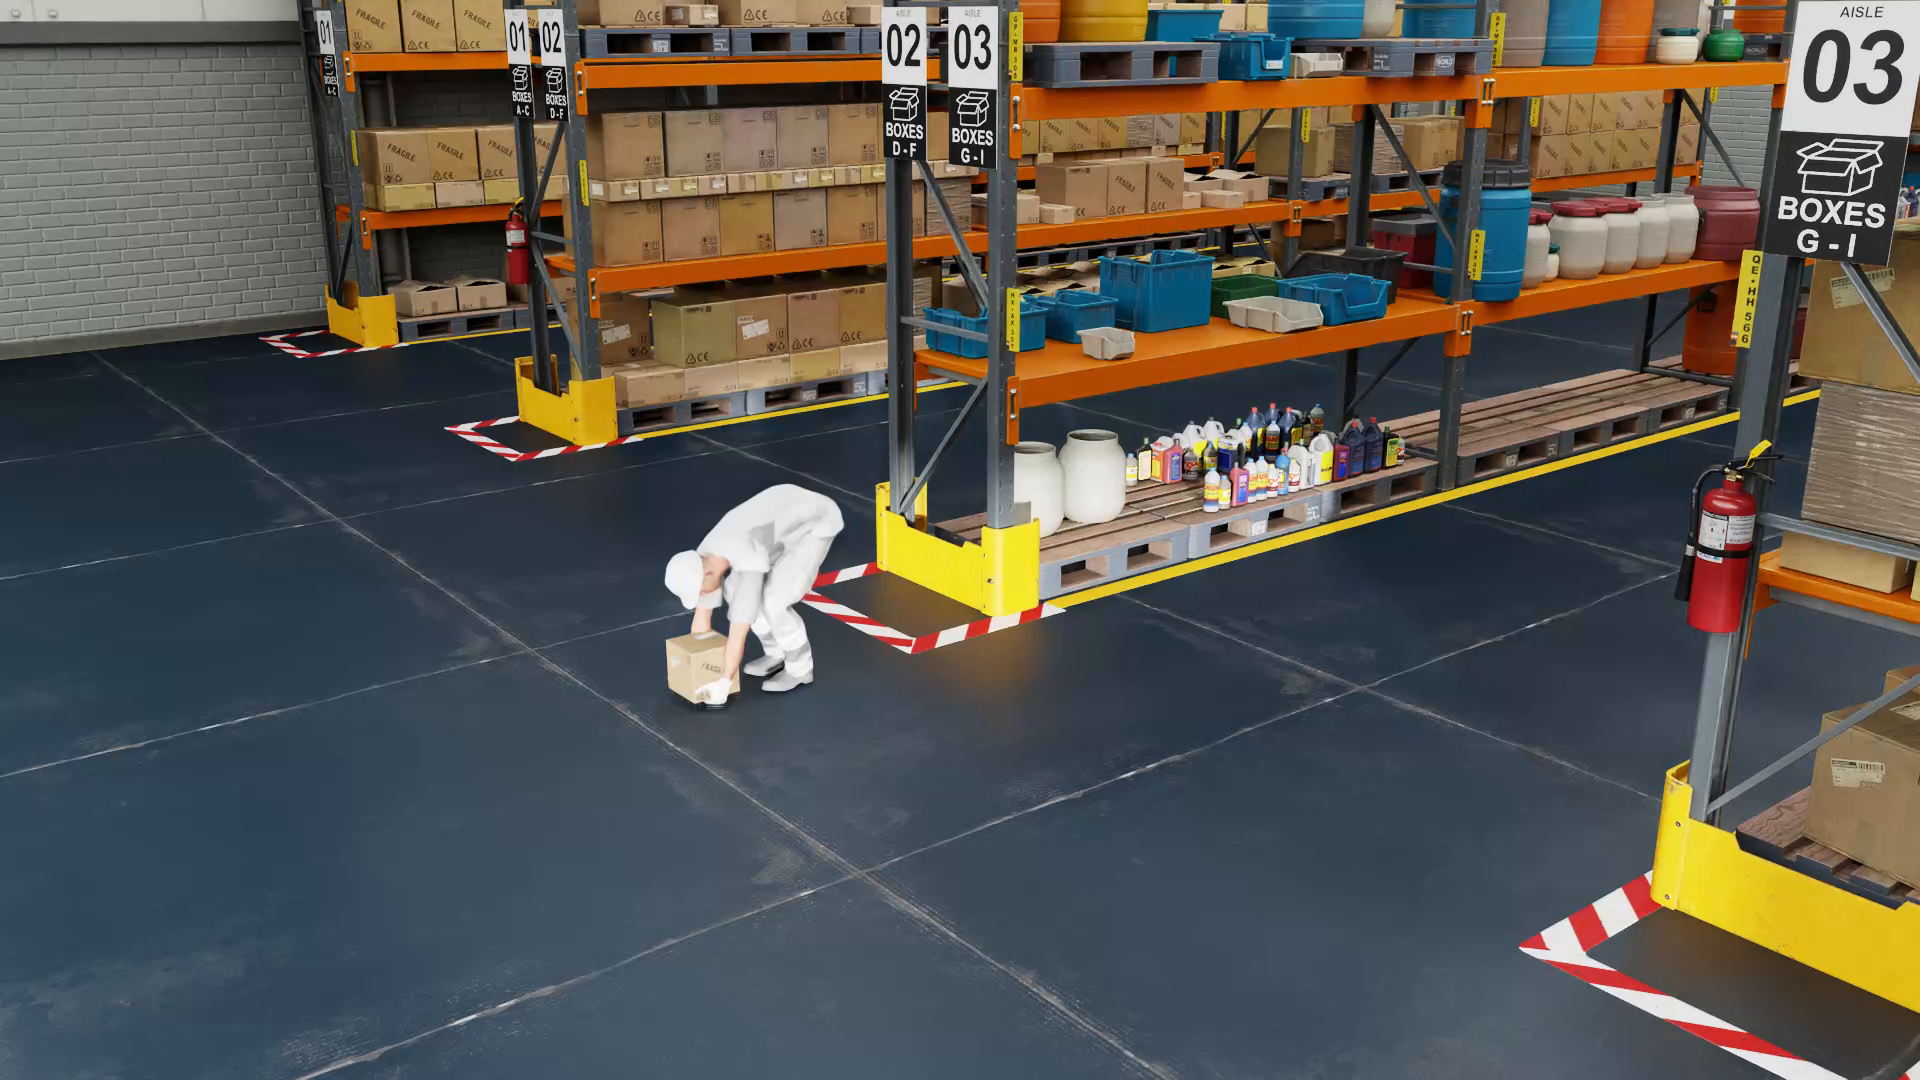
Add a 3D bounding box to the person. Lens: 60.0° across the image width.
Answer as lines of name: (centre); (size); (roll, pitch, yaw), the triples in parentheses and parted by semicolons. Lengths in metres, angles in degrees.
person: (-1.000, 0.255, 8.053); (0.948, 0.970, 0.521); (-15, 23, -39)
